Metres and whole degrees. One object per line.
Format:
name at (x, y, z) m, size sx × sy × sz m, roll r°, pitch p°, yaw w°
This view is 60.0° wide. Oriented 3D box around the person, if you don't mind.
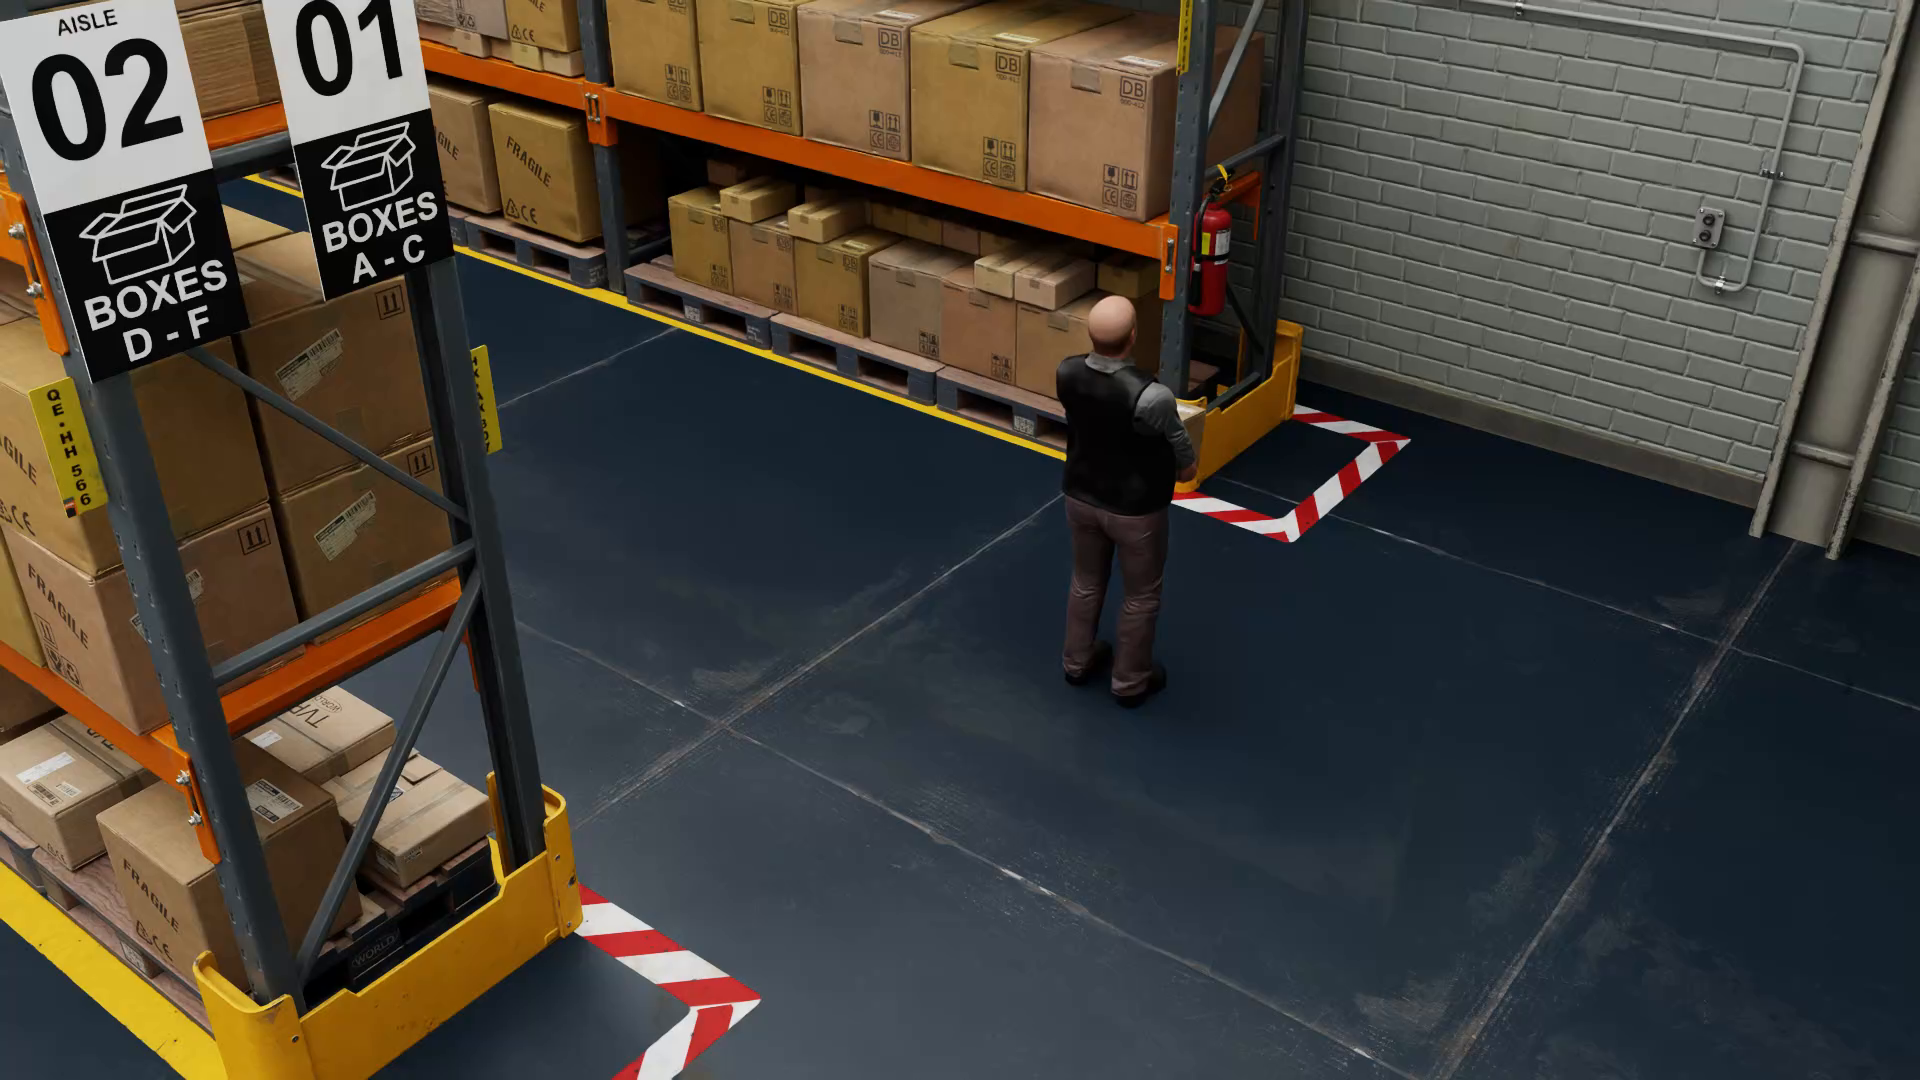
person at (0.653, -0.191, 6.487) m, size 0.494 × 1.711 × 0.539 m, roll 22°, pitch 37°, yaw 32°
